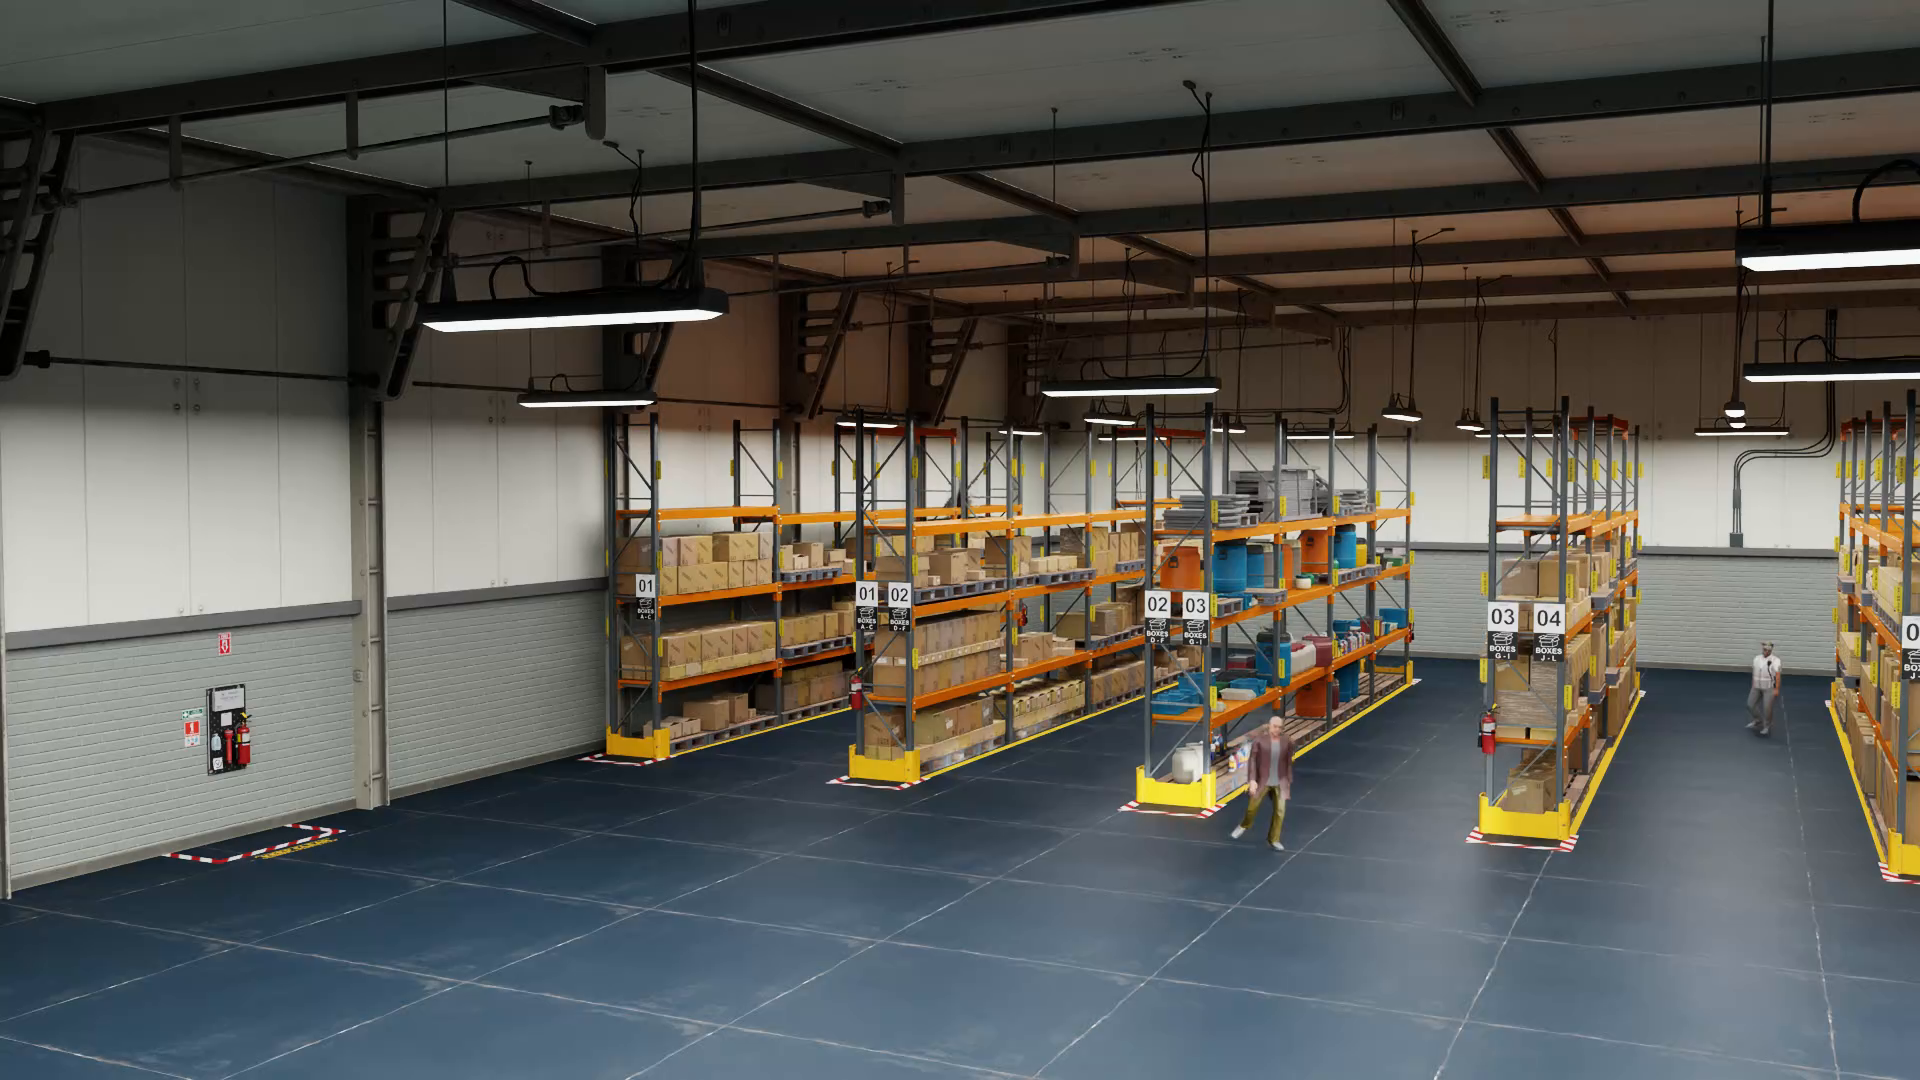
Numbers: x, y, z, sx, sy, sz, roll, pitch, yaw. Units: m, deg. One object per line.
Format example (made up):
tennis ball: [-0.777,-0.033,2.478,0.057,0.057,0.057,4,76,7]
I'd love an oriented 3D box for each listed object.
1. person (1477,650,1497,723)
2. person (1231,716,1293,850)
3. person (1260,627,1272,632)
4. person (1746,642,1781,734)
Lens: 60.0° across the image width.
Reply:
person: [10.512,2.885,32.717,0.590,1.494,0.820,2,3,45]
person: [4.013,3.187,22.036,0.780,1.747,0.693,0,2,2]
person: [6.635,2.673,35.999,0.594,1.622,0.743,2,3,39]
person: [15.268,2.810,31.583,0.488,1.780,0.659,-2,3,-37]
